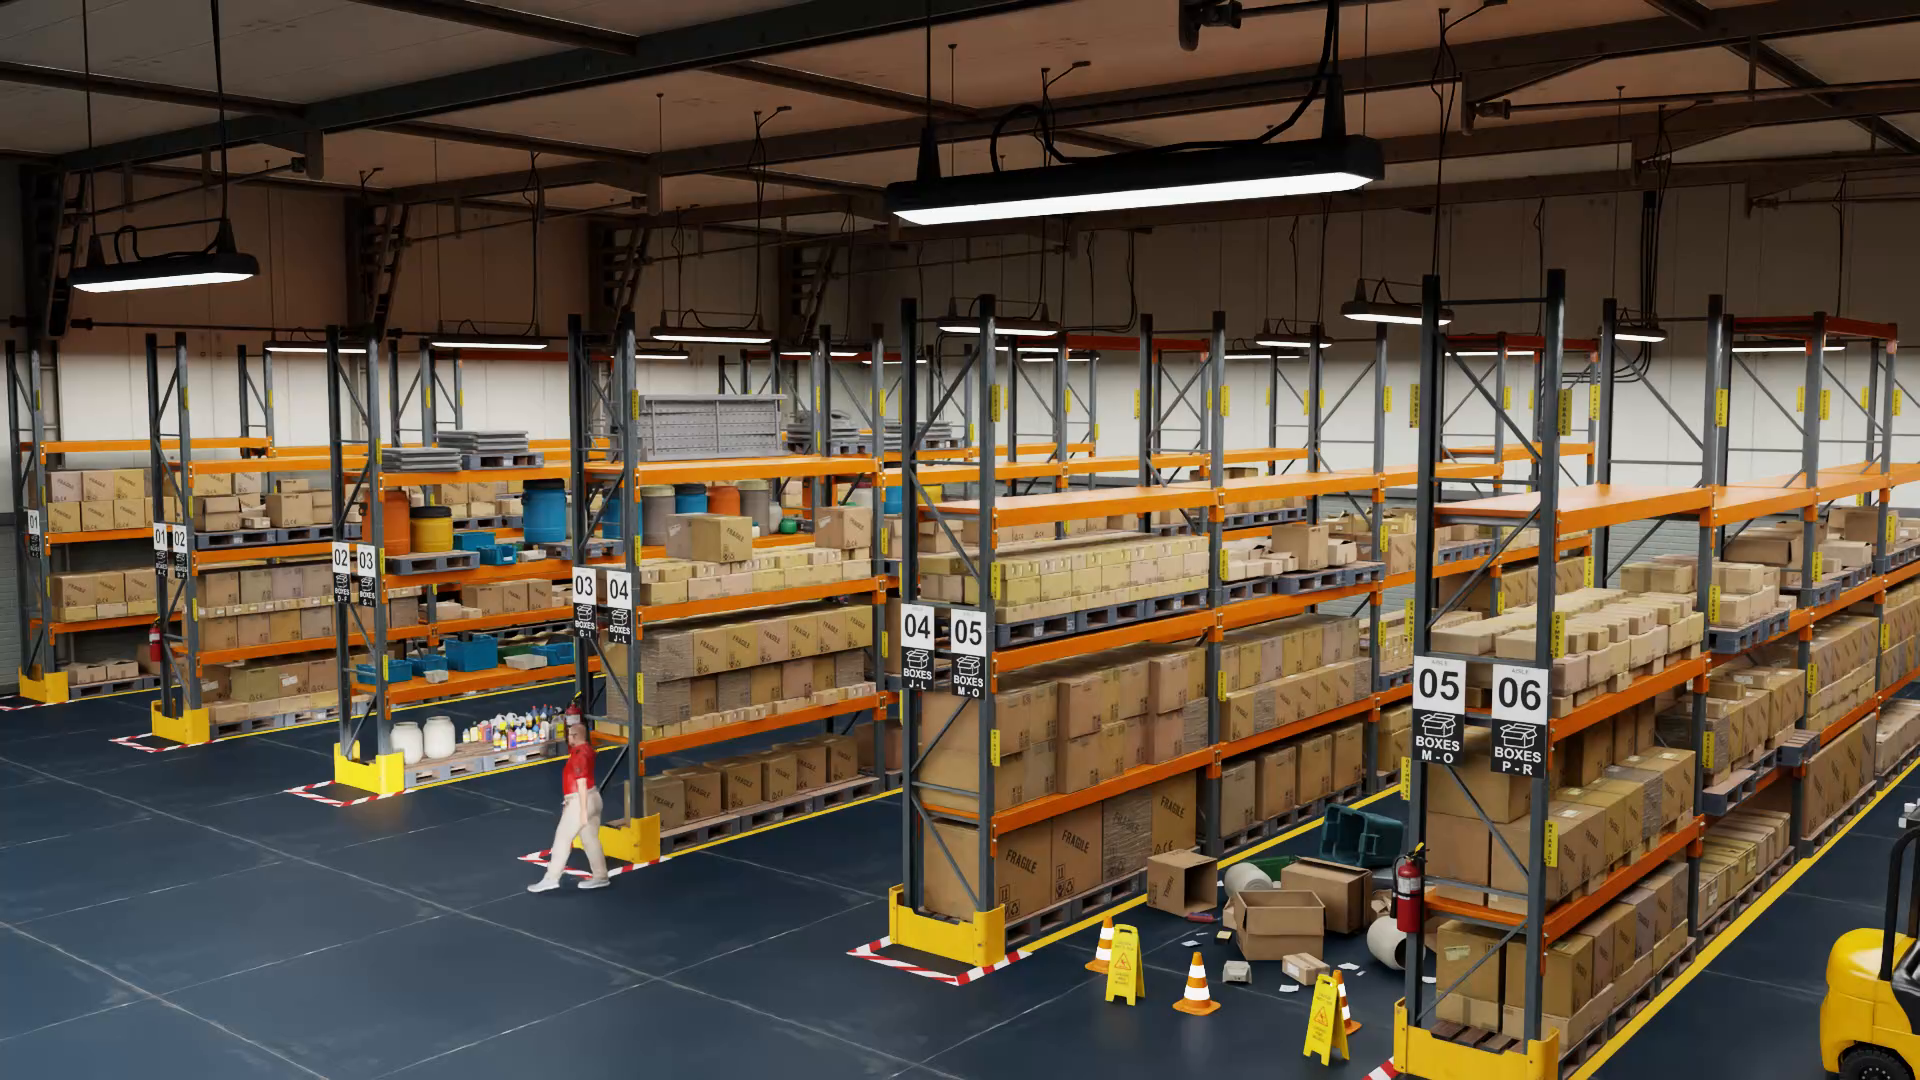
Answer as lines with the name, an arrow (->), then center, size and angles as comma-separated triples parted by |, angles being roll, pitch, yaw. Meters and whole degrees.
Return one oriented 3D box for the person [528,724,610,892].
person -> -4.029, 2.760, 17.224 | 0.761, 1.719, 0.612 | 1, 5, 10
